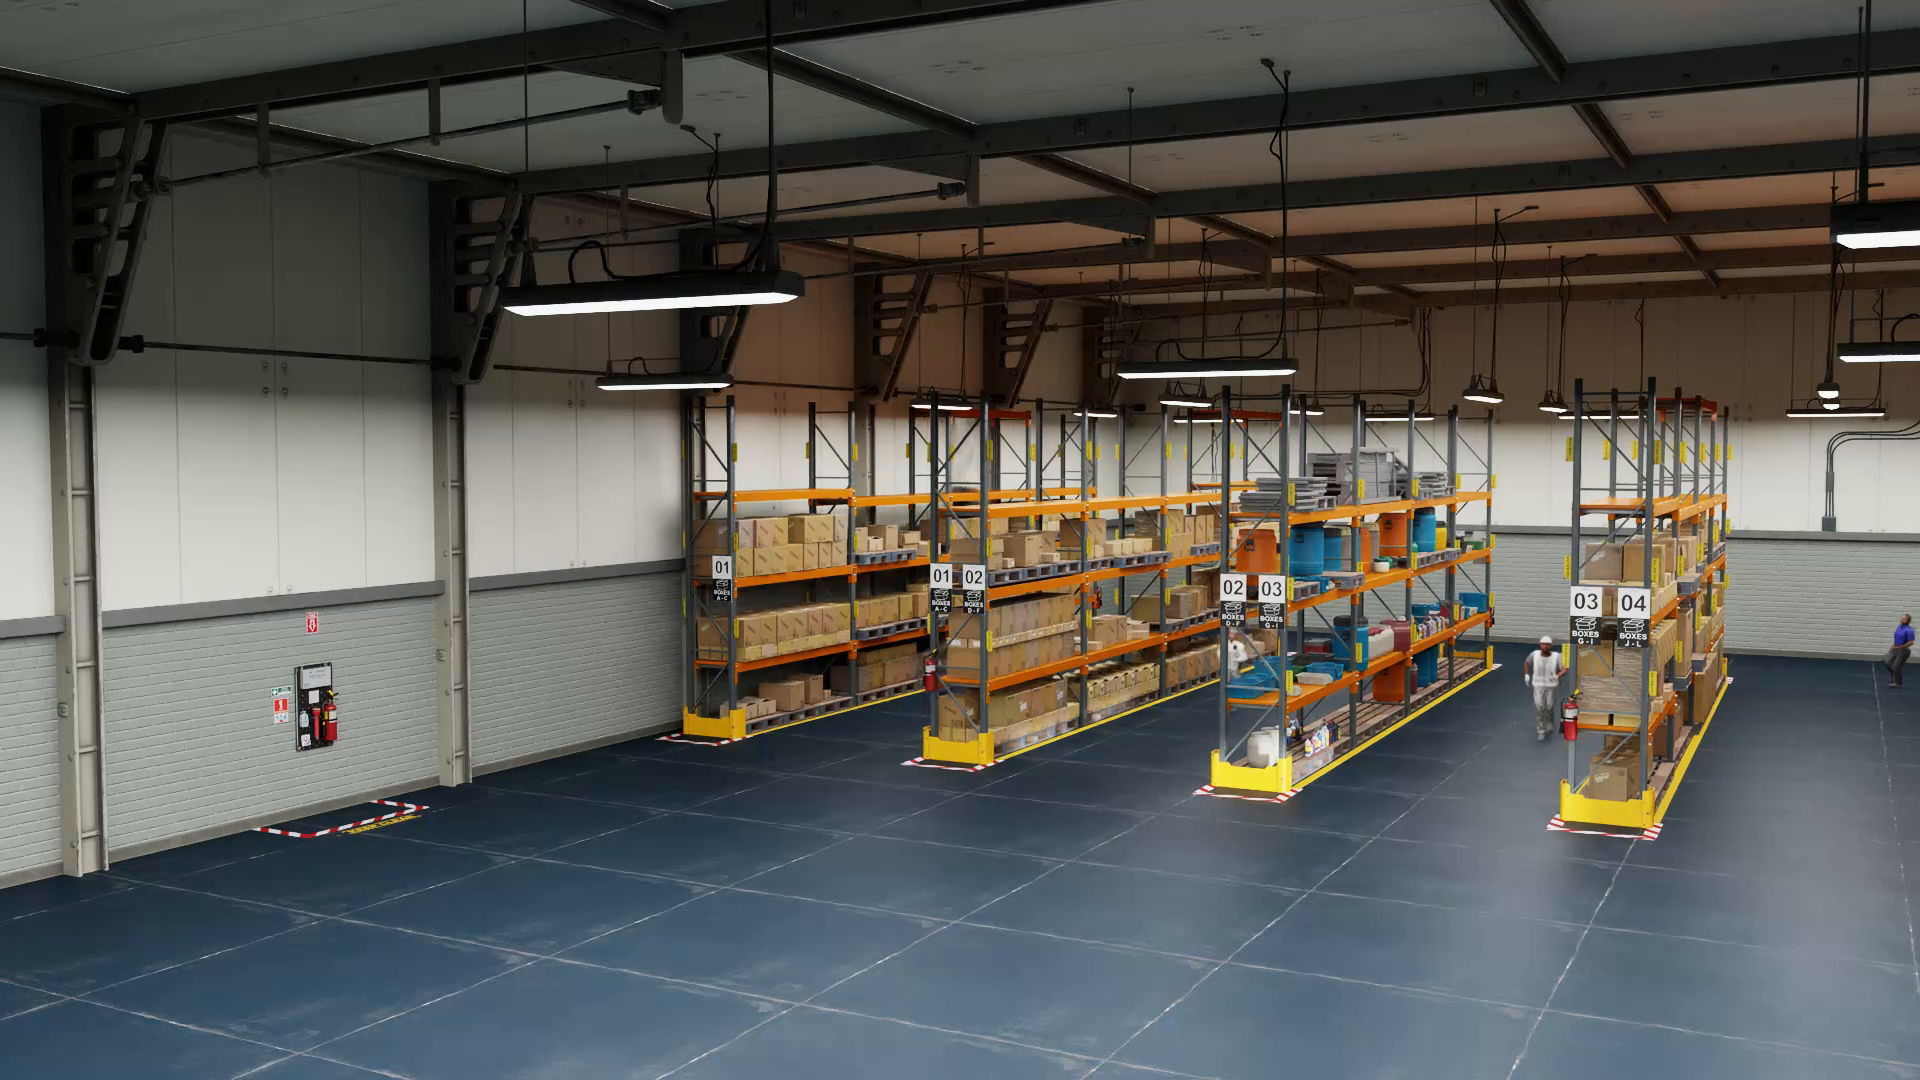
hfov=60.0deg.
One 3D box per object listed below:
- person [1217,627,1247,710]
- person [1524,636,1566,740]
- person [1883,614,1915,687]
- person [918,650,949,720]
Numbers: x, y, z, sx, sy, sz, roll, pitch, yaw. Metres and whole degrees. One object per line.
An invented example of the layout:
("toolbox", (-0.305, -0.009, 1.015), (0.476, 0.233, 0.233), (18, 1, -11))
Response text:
("person", (5.085, 2.486, 31.545), (0.504, 1.717, 0.889), (1, 3, 20))
("person", (10.290, 2.598, 29.256), (0.702, 1.827, 0.845), (1, 3, 22))
("person", (19.872, 2.352, 35.196), (0.553, 1.584, 0.598), (-1, 3, -15))
("person", (-0.497, 2.703, 29.395), (0.515, 1.519, 0.652), (2, 4, 31))
